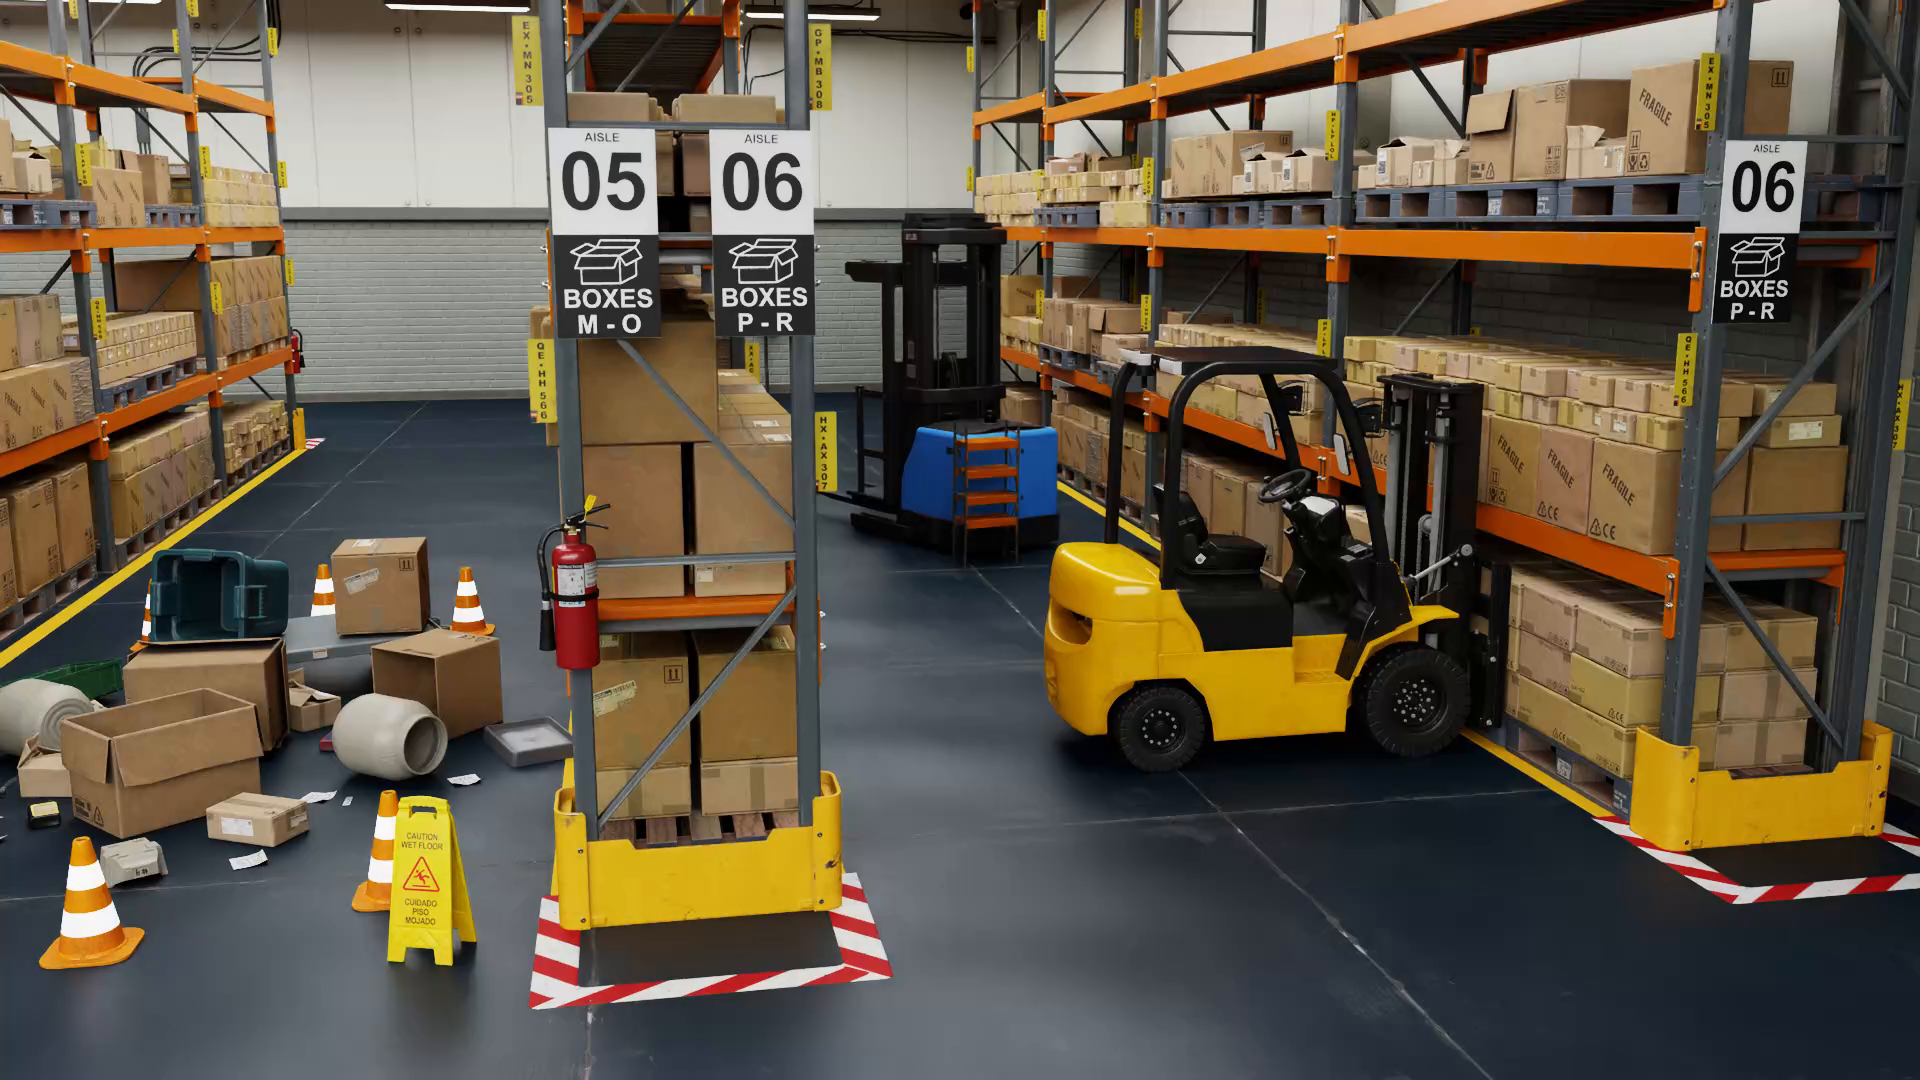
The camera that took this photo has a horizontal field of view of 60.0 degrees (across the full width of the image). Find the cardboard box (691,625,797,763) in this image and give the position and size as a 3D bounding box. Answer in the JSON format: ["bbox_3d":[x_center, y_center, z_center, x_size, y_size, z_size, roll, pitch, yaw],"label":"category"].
[{"bbox_3d":[-0.973,0.701,7.717,0.500,0.500,0.500,-3,11,-13],"label":"cardboard box"}]

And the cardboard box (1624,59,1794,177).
[{"bbox_3d":[3.461,-1.945,7.710,0.500,0.500,0.500,-2,11,-9],"label":"cardboard box"}]

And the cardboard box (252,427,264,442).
[{"bbox_3d":[-8.318,-1.227,19.329,0.380,0.149,0.250,-2,11,-10],"label":"cardboard box"}]

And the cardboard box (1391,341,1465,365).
[{"bbox_3d":[2.977,-1.181,10.583,0.380,0.149,0.250,-2,11,-12],"label":"cardboard box"}]

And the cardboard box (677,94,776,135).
[{"bbox_3d":[-0.951,-1.727,6.766,0.380,0.149,0.250,-2,11,-11],"label":"cardboard box"}]

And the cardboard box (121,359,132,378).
[{"bbox_3d":[-7.522,-1.502,14.614,0.380,0.149,0.250,-2,11,-8],"label":"cardboard box"}]

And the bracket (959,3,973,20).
[{"bbox_3d":[0.144,-8.769,27.575,0.235,0.232,0.430,-2,11,-11],"label":"bracket"}]

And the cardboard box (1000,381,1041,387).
[{"bbox_3d":[0.700,-1.893,22.673,0.797,0.503,0.637,-3,11,-13],"label":"cardboard box"}]

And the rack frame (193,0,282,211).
[{"bbox_3d":[-9.030,-5.596,20.530,1.000,3.000,0.127,-2,11,-11],"label":"rack frame"}]

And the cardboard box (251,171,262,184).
[{"bbox_3d":[-8.517,-4.300,19.739,0.380,0.149,0.250,-2,11,-10],"label":"cardboard box"}]

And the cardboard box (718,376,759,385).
[{"bbox_3d":[-1.423,-0.675,9.658,0.500,0.500,0.500,-2,11,-9],"label":"cardboard box"}]

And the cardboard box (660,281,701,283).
[{"bbox_3d":[-2.685,-2.206,15.822,0.500,0.500,0.500,-2,11,-9],"label":"cardboard box"}]

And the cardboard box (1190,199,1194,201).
[{"bbox_3d":[2.362,-3.279,15.715,0.380,0.149,0.250,-2,11,-11],"label":"cardboard box"}]

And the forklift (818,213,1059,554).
[{"bbox_3d":[-0.371,-1.547,15.487,1.130,2.935,3.031,-7,13,-34],"label":"forklift"}]

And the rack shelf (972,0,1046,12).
[{"bbox_3d":[1.063,-6.888,20.355,1.077,0.370,4.000,-2,11,-11],"label":"rack shelf"}]

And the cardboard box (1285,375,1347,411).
[{"bbox_3d":[2.662,-1.080,11.915,0.500,0.250,0.500,-2,11,-12],"label":"cardboard box"}]

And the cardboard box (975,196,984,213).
[{"bbox_3d":[0.493,-4.483,22.312,0.500,0.250,0.500,-2,11,-12],"label":"cardboard box"}]

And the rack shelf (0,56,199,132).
[{"bbox_3d":[-7.863,-3.946,14.853,1.077,0.370,4.000,-2,11,-11],"label":"rack shelf"}]

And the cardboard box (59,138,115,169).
[{"bbox_3d":[-7.470,-3.304,14.198,0.396,0.266,0.258,-2,11,-11],"label":"cardboard box"}]

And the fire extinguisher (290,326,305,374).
[{"bbox_3d":[-8.626,-2.491,21.464,0.296,0.674,0.183,-2,11,-11],"label":"fire extinguisher"}]

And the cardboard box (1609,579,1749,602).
[{"bbox_3d":[3.778,0.373,8.773,0.500,0.250,0.500,-2,11,-11],"label":"cardboard box"}]

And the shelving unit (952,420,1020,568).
[{"bbox_3d":[0.218,-0.392,14.029,0.503,1.200,0.258,-5,13,-25],"label":"shelving unit"}]

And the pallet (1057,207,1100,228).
[{"bbox_3d":[1.715,-3.364,17.328,1.213,0.211,1.003,-2,11,-11],"label":"pallet"}]

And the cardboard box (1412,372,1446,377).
[{"bbox_3d":[2.967,-0.937,10.096,0.380,0.149,0.250,-2,11,-12],"label":"cardboard box"}]

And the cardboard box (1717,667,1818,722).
[{"bbox_3d":[3.899,0.711,8.332,0.500,0.250,0.500,-2,11,-10],"label":"cardboard box"}]

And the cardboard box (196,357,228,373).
[{"bbox_3d":[-7.986,-1.856,17.596,0.380,0.149,0.250,-2,11,-9],"label":"cardboard box"}]

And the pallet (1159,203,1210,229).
[{"bbox_3d":[2.450,-2.821,14.478,1.213,0.211,1.003,-2,11,-8],"label":"pallet"}]

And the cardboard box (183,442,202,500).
[{"bbox_3d":[-7.761,-0.673,16.272,0.500,0.500,0.500,-2,11,-12],"label":"cardboard box"}]

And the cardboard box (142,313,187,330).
[{"bbox_3d":[-7.929,-2.175,16.557,0.380,0.149,0.250,-2,11,-13],"label":"cardboard box"}]

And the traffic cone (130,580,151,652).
[{"bbox_3d":[-5.475,0.497,11.346,0.336,0.463,0.334,-2,11,-11],"label":"traffic cone"}]

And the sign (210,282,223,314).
[{"bbox_3d":[-7.708,-2.505,17.238,0.100,0.325,0.005,-2,11,-11],"label":"sign"}]

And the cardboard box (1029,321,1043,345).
[{"bbox_3d":[1.114,-2.452,19.662,0.500,0.250,0.500,-2,11,-10],"label":"cardboard box"}]

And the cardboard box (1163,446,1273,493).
[{"bbox_3d":[2.338,-0.486,14.957,0.875,0.625,0.625,-2,11,-9],"label":"cardboard box"}]

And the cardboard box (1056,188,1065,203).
[{"bbox_3d":[1.247,-3.690,17.821,0.380,0.149,0.250,-2,11,-10],"label":"cardboard box"}]

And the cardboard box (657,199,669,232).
[{"bbox_3d":[-1.508,-1.462,7.503,0.380,0.149,0.250,-2,11,-11],"label":"cardboard box"}]

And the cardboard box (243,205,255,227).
[{"bbox_3d":[-8.369,-3.693,18.958,0.500,0.250,0.500,-2,11,-8],"label":"cardboard box"}]

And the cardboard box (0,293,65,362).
[{"bbox_3d":[-7.396,-1.639,12.845,0.700,0.500,0.500,-2,11,-11],"label":"cardboard box"}]

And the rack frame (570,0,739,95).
[{"bbox_3d":[-1.860,-3.594,10.010,1.000,3.000,0.127,-2,11,-11],"label":"rack frame"}]

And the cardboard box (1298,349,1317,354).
[{"bbox_3d":[2.656,-1.297,11.985,0.380,0.149,0.250,-2,11,-12],"label":"cardboard box"}]

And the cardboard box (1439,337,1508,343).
[{"bbox_3d":[3.375,-1.247,10.926,0.380,0.149,0.250,-2,11,-13],"label":"cardboard box"}]

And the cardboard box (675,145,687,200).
[{"bbox_3d":[-1.007,-1.654,7.445,0.500,0.250,0.500,-2,11,-12],"label":"cardboard box"}]

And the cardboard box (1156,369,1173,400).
[{"bbox_3d":[2.077,-1.397,14.917,0.500,0.250,0.500,-2,11,-11],"label":"cardboard box"}]

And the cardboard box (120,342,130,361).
[{"bbox_3d":[-7.530,-1.651,14.603,0.380,0.149,0.250,-2,11,-11],"label":"cardboard box"}]

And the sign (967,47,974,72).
[{"bbox_3d":[0.142,-6.454,22.327,0.100,0.325,0.005,-2,11,-11],"label":"sign"}]

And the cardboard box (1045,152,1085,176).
[{"bbox_3d":[1.169,-4.182,18.503,0.396,0.266,0.258,-2,11,-12],"label":"cardboard box"}]

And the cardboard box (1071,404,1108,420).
[{"bbox_3d":[1.452,-1.422,18.472,0.380,0.149,0.250,-3,11,-14],"label":"cardboard box"}]

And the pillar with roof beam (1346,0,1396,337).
[{"bbox_3d":[-0.855,-4.146,12.910,9.100,9.000,0.400,-2,11,-11],"label":"pillar with roof beam"}]

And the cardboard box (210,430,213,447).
[{"bbox_3d":[-8.115,-1.084,17.780,0.380,0.149,0.250,-2,11,-9],"label":"cardboard box"}]

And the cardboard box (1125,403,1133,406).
[{"bbox_3d":[1.919,-1.443,18.581,0.380,0.149,0.250,-2,11,-10],"label":"cardboard box"}]

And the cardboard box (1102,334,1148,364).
[{"bbox_3d":[1.708,-1.876,16.307,0.500,0.250,0.500,-3,11,-14],"label":"cardboard box"}]

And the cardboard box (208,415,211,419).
[{"bbox_3d":[-8.843,-1.355,19.205,0.380,0.149,0.250,-2,11,-11],"label":"cardboard box"}]

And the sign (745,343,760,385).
[{"bbox_3d":[-1.329,-1.093,10.601,0.100,0.325,0.005,-2,11,-11],"label":"sign"}]

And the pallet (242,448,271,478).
[{"bbox_3d":[-8.658,-0.892,19.316,1.003,0.211,1.213,-2,11,-11],"label":"pallet"}]

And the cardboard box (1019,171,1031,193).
[{"bbox_3d":[1.011,-4.263,19.818,0.500,0.250,0.500,-2,11,-12],"label":"cardboard box"}]

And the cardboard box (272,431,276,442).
[{"bbox_3d":[-8.606,-1.271,20.352,0.380,0.149,0.250,-2,11,-11],"label":"cardboard box"}]
